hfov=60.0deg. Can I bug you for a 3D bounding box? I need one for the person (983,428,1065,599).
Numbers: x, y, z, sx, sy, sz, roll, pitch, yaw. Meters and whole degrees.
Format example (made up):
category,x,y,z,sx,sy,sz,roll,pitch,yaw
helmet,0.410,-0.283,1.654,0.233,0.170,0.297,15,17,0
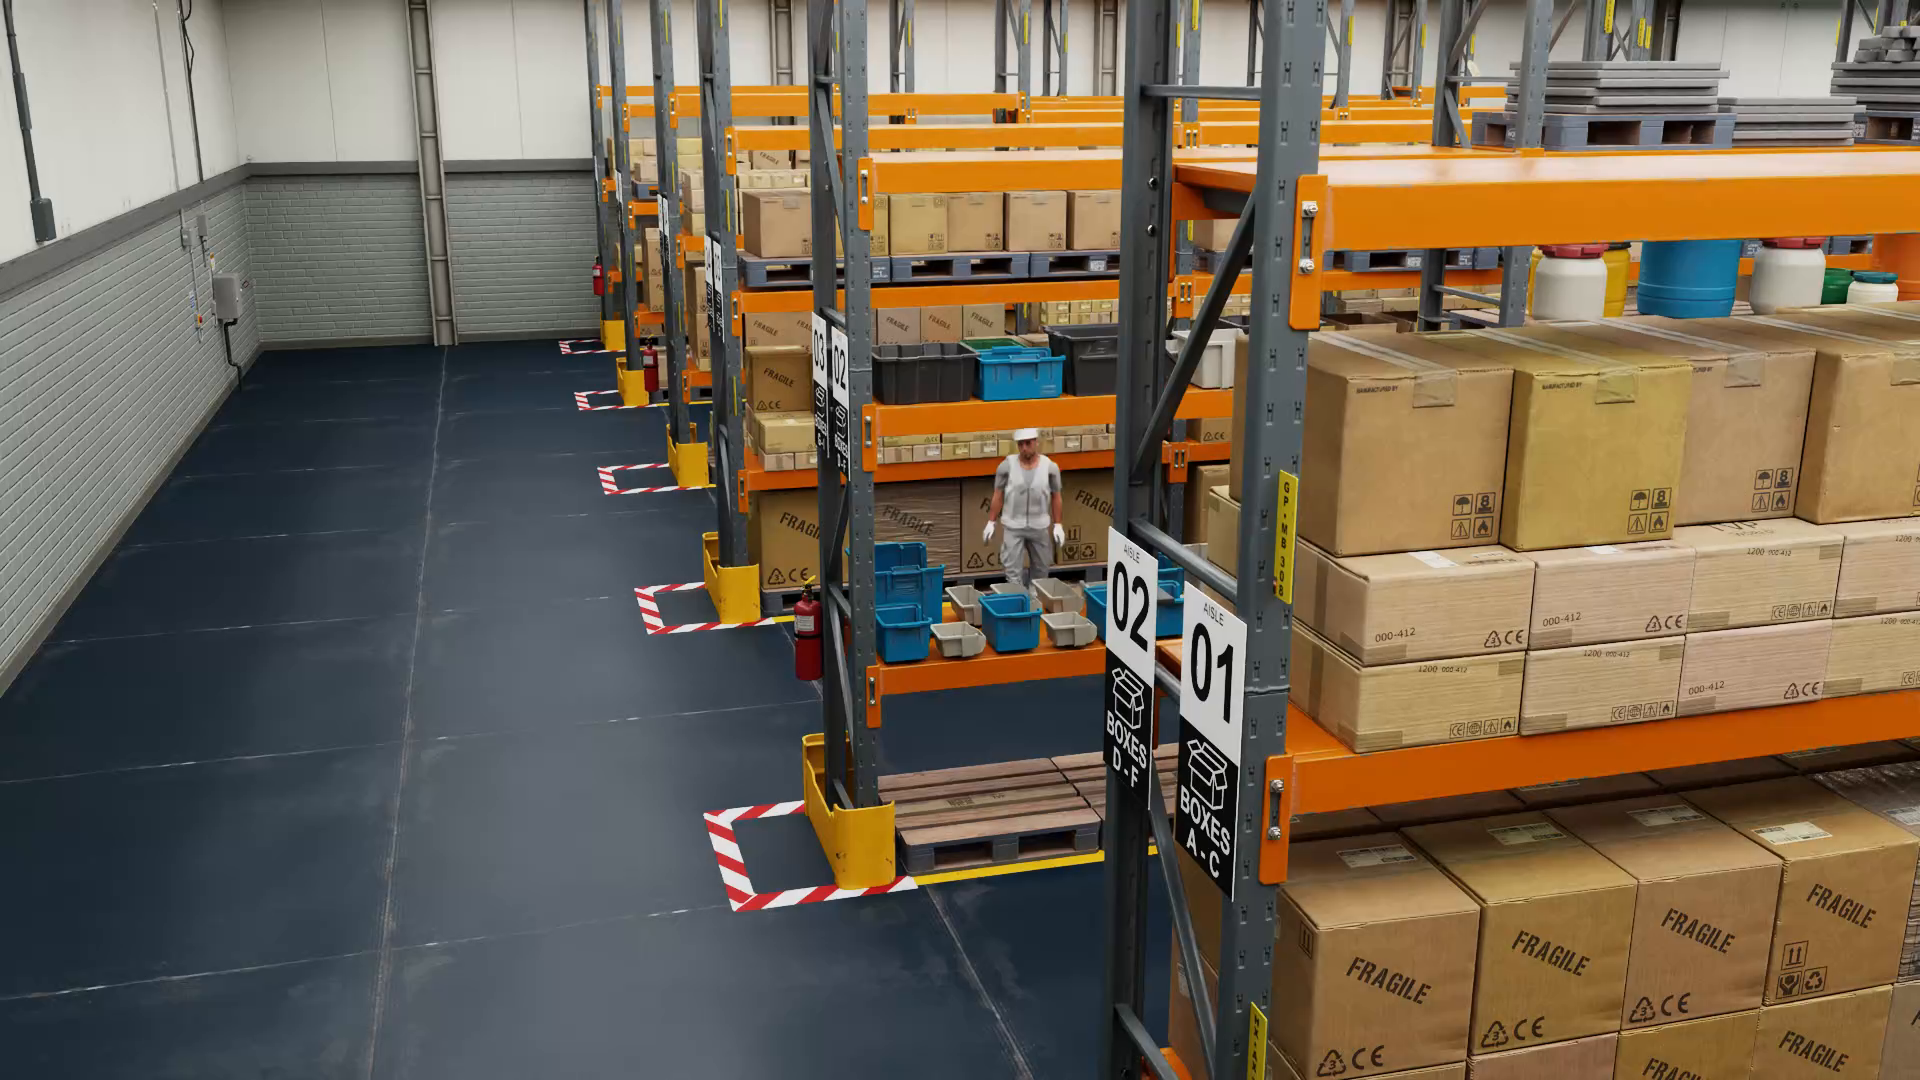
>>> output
category,x,y,z,sx,sy,sz,roll,pitch,yaw
person,0.549,-0.093,13.801,0.721,1.791,0.577,-1,16,-5
